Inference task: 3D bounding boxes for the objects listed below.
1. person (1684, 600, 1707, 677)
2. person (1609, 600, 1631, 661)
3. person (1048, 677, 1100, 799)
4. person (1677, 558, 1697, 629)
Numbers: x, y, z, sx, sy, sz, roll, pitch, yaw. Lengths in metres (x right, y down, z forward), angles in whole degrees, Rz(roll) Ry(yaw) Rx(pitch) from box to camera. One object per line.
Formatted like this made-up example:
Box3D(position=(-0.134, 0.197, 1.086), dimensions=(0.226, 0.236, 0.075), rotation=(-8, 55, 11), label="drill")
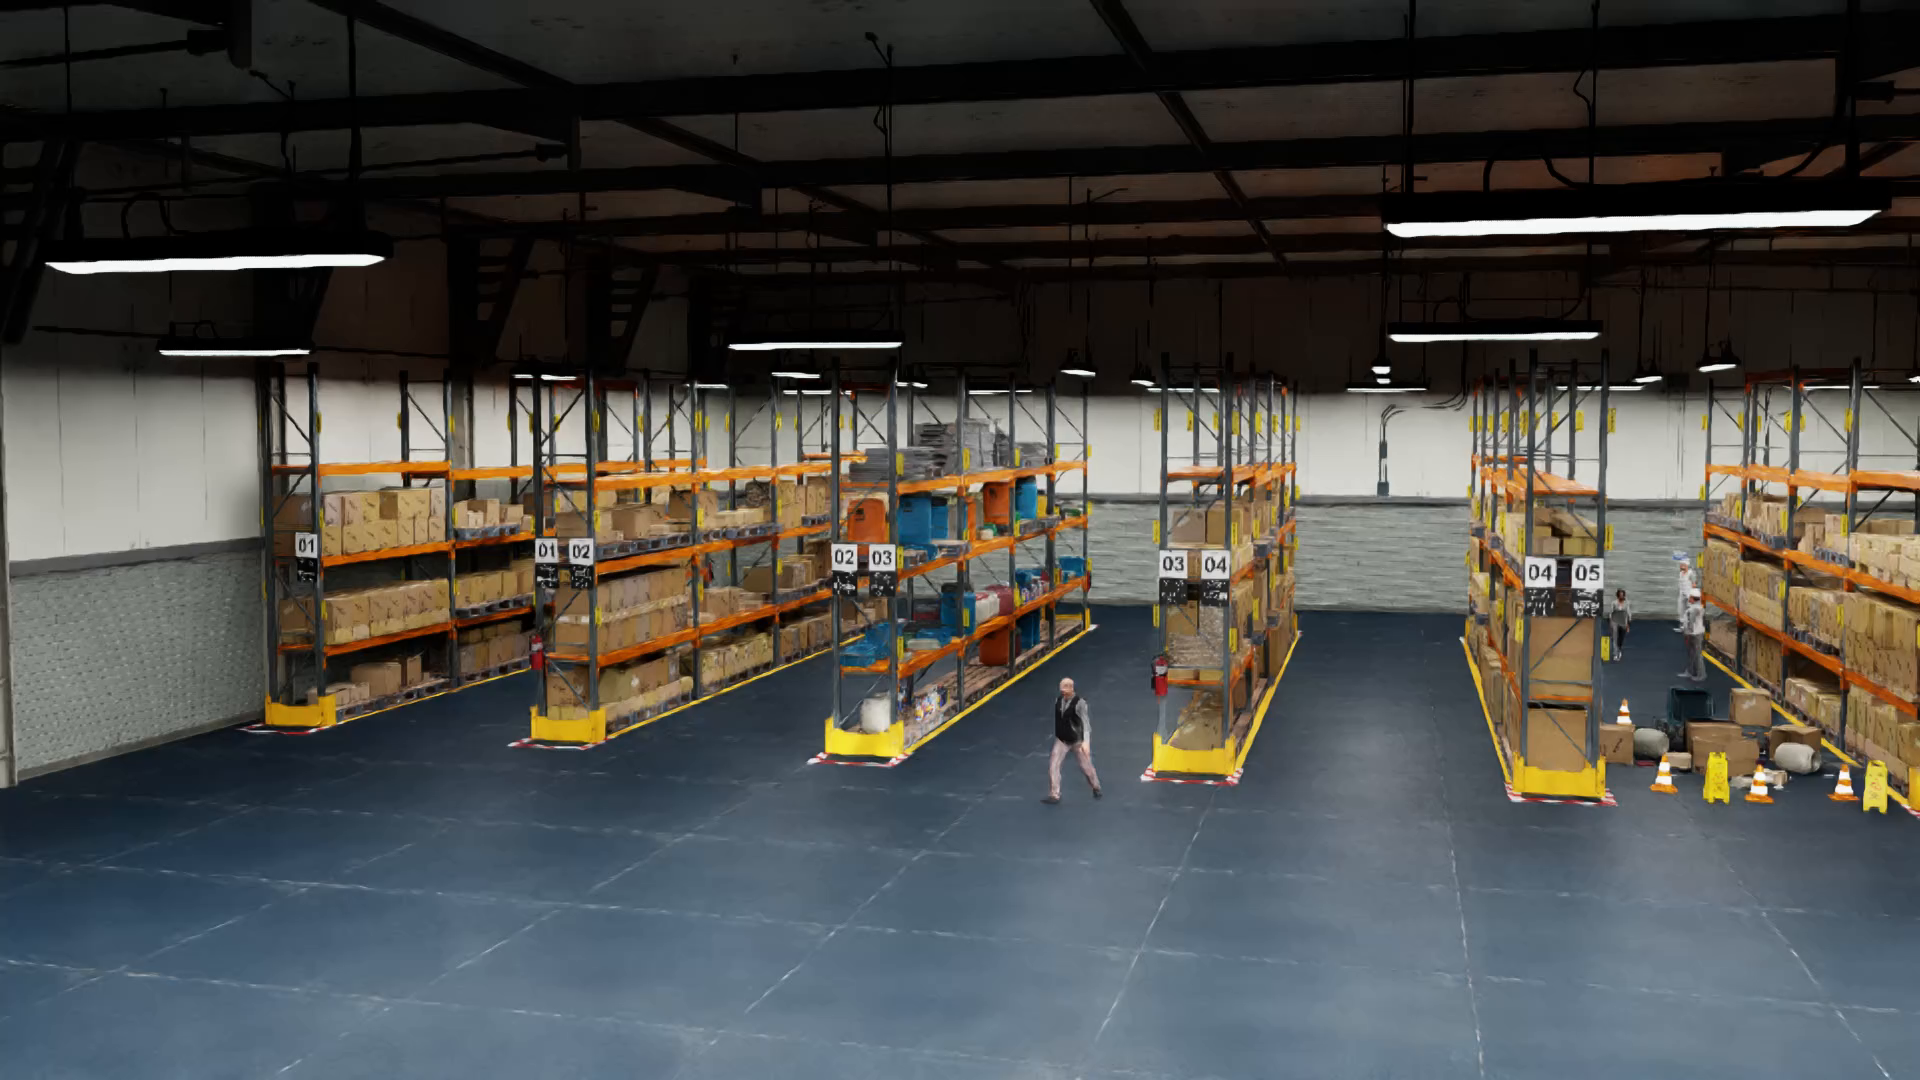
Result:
Box3D(position=(14.338, 1.911, 32.380), dimensions=(0.439, 1.488, 0.449), rotation=(3, 5, 33), label="person")
Box3D(position=(13.908, 1.880, 35.031), dimensions=(0.416, 1.273, 1.039), rotation=(1, 4, 13), label="person")
Box3D(position=(1.536, 2.597, 22.019), dimensions=(0.574, 1.611, 0.811), rotation=(3, 5, 36), label="person")
Box3D(position=(17.467, 1.292, 39.813), dimensions=(0.554, 1.722, 0.556), rotation=(-2, 4, -21), label="person")
